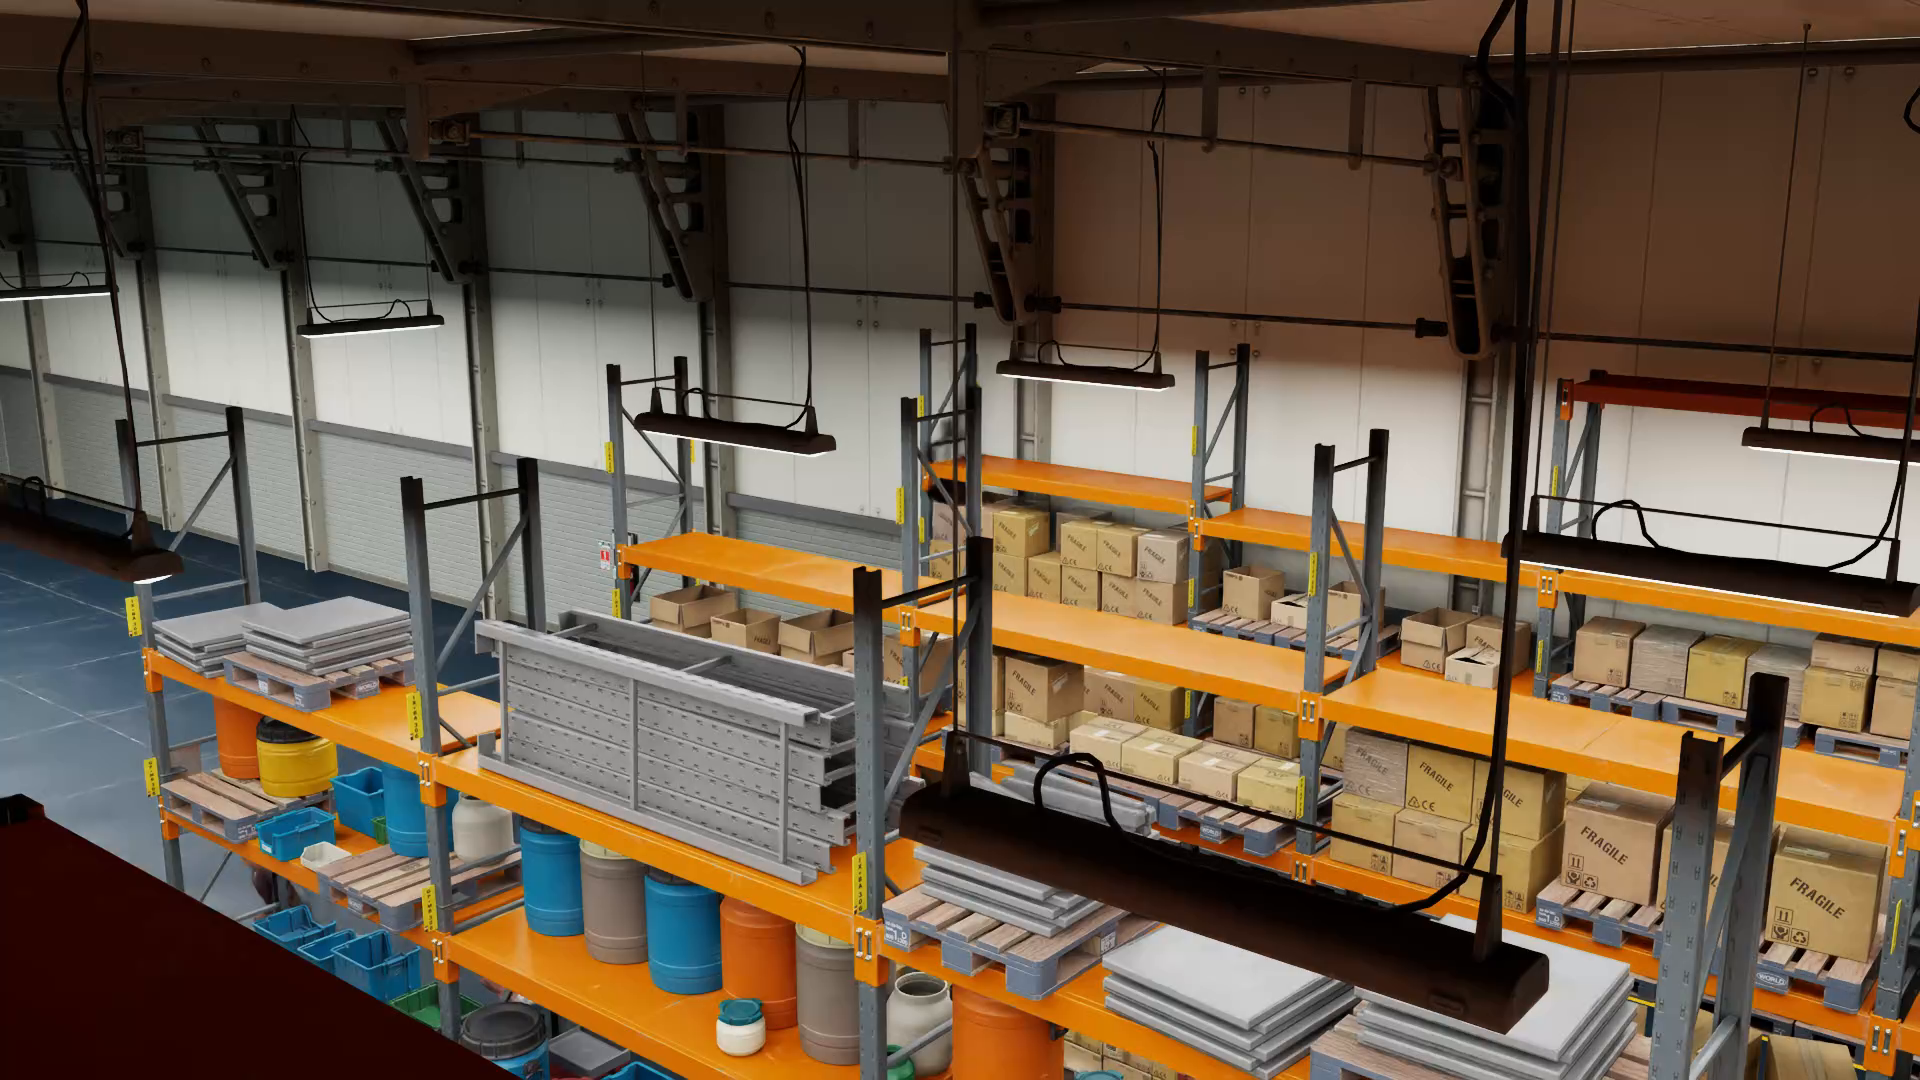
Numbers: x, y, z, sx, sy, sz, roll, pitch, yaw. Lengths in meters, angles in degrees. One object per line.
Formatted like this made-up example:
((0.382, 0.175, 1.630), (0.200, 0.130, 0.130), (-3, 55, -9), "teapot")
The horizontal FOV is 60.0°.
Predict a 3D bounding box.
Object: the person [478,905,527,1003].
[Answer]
((-4.276, 3.820, 15.673), (0.553, 1.629, 0.580), (6, 14, 27), "person")

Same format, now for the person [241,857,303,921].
((-6.507, 3.671, 16.223), (0.839, 1.724, 0.708), (-10, 16, -39), "person")
